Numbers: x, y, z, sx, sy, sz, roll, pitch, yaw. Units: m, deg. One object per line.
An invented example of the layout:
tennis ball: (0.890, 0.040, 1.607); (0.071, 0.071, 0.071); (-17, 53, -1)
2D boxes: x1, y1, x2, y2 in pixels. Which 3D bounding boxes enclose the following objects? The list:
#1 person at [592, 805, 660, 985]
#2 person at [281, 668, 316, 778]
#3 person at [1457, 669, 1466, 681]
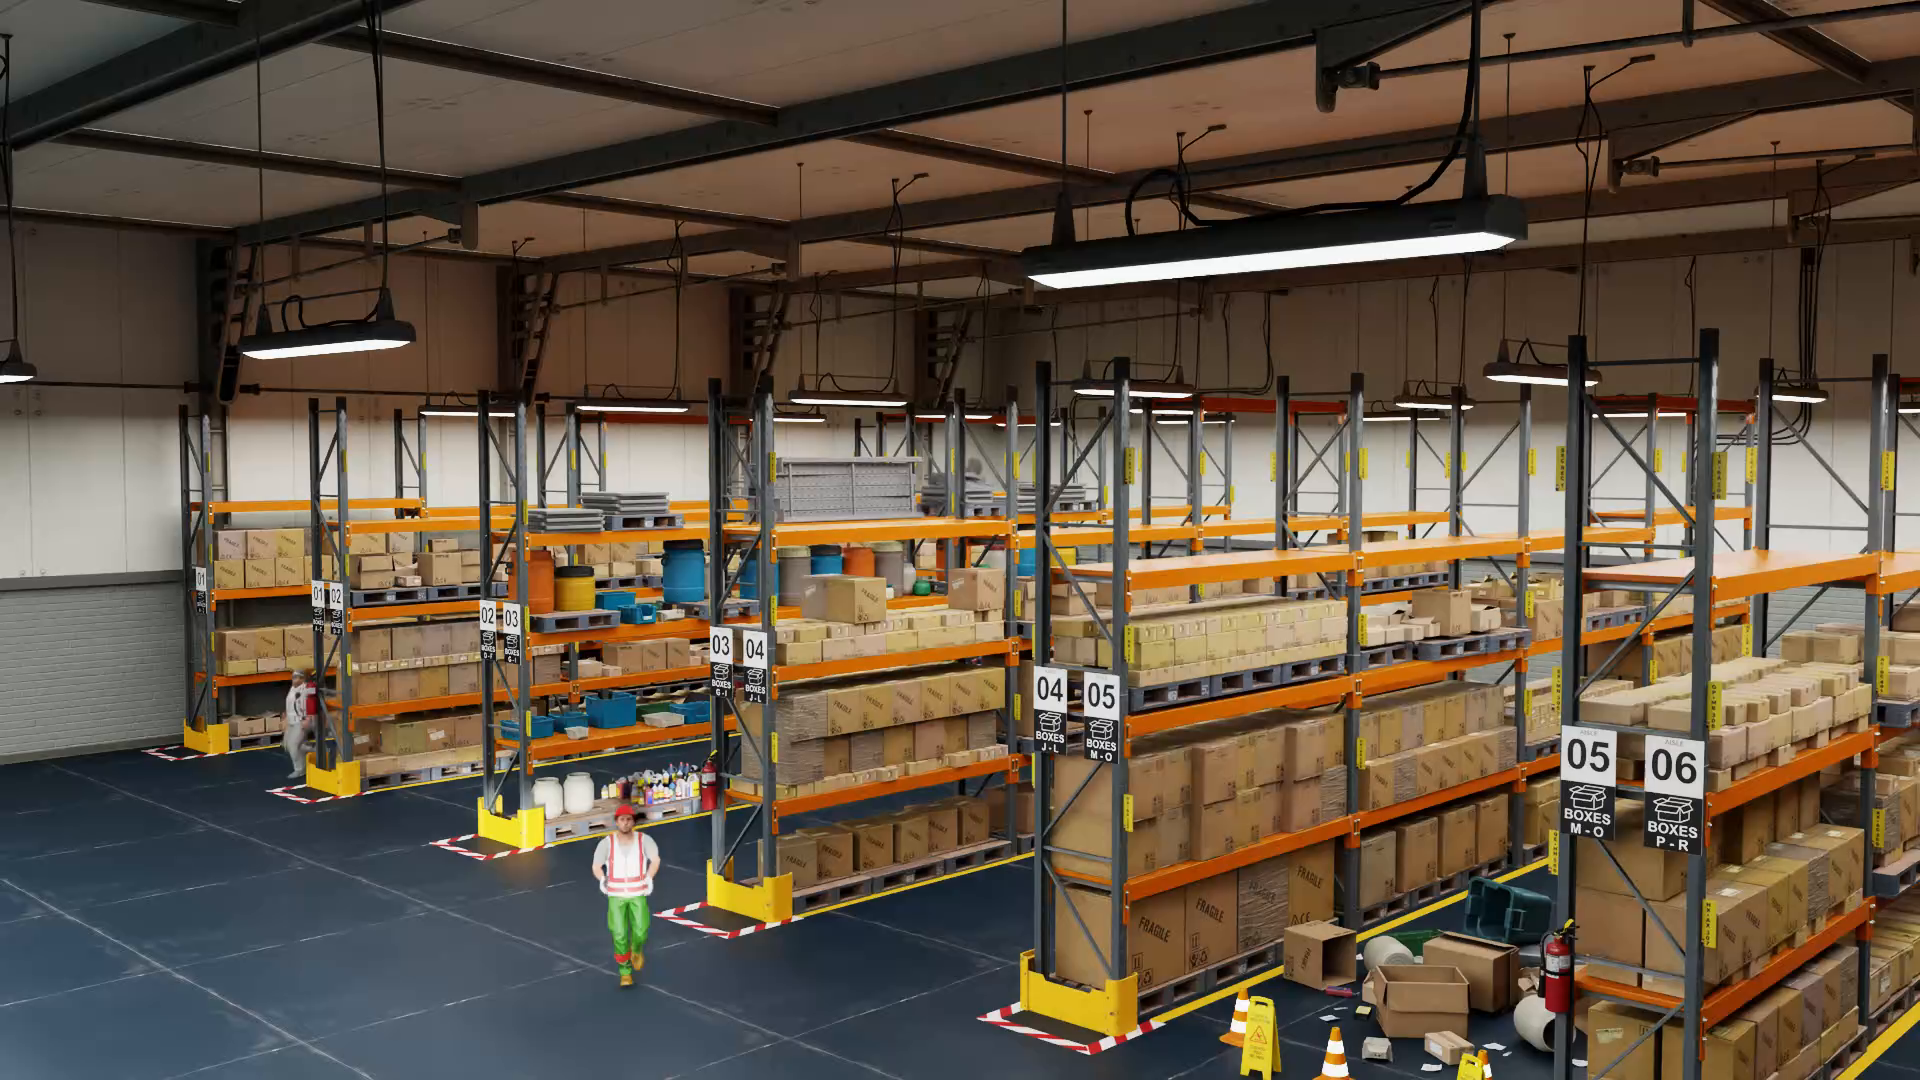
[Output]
person: (-3.237, 3.441, 16.146); (0.652, 1.739, 0.613); (-1, 3, -12)
person: (-10.519, 2.910, 26.591); (0.697, 1.763, 0.588); (3, 4, 43)
person: (7.904, 2.861, 26.394); (0.663, 1.766, 0.998); (3, 4, 41)
